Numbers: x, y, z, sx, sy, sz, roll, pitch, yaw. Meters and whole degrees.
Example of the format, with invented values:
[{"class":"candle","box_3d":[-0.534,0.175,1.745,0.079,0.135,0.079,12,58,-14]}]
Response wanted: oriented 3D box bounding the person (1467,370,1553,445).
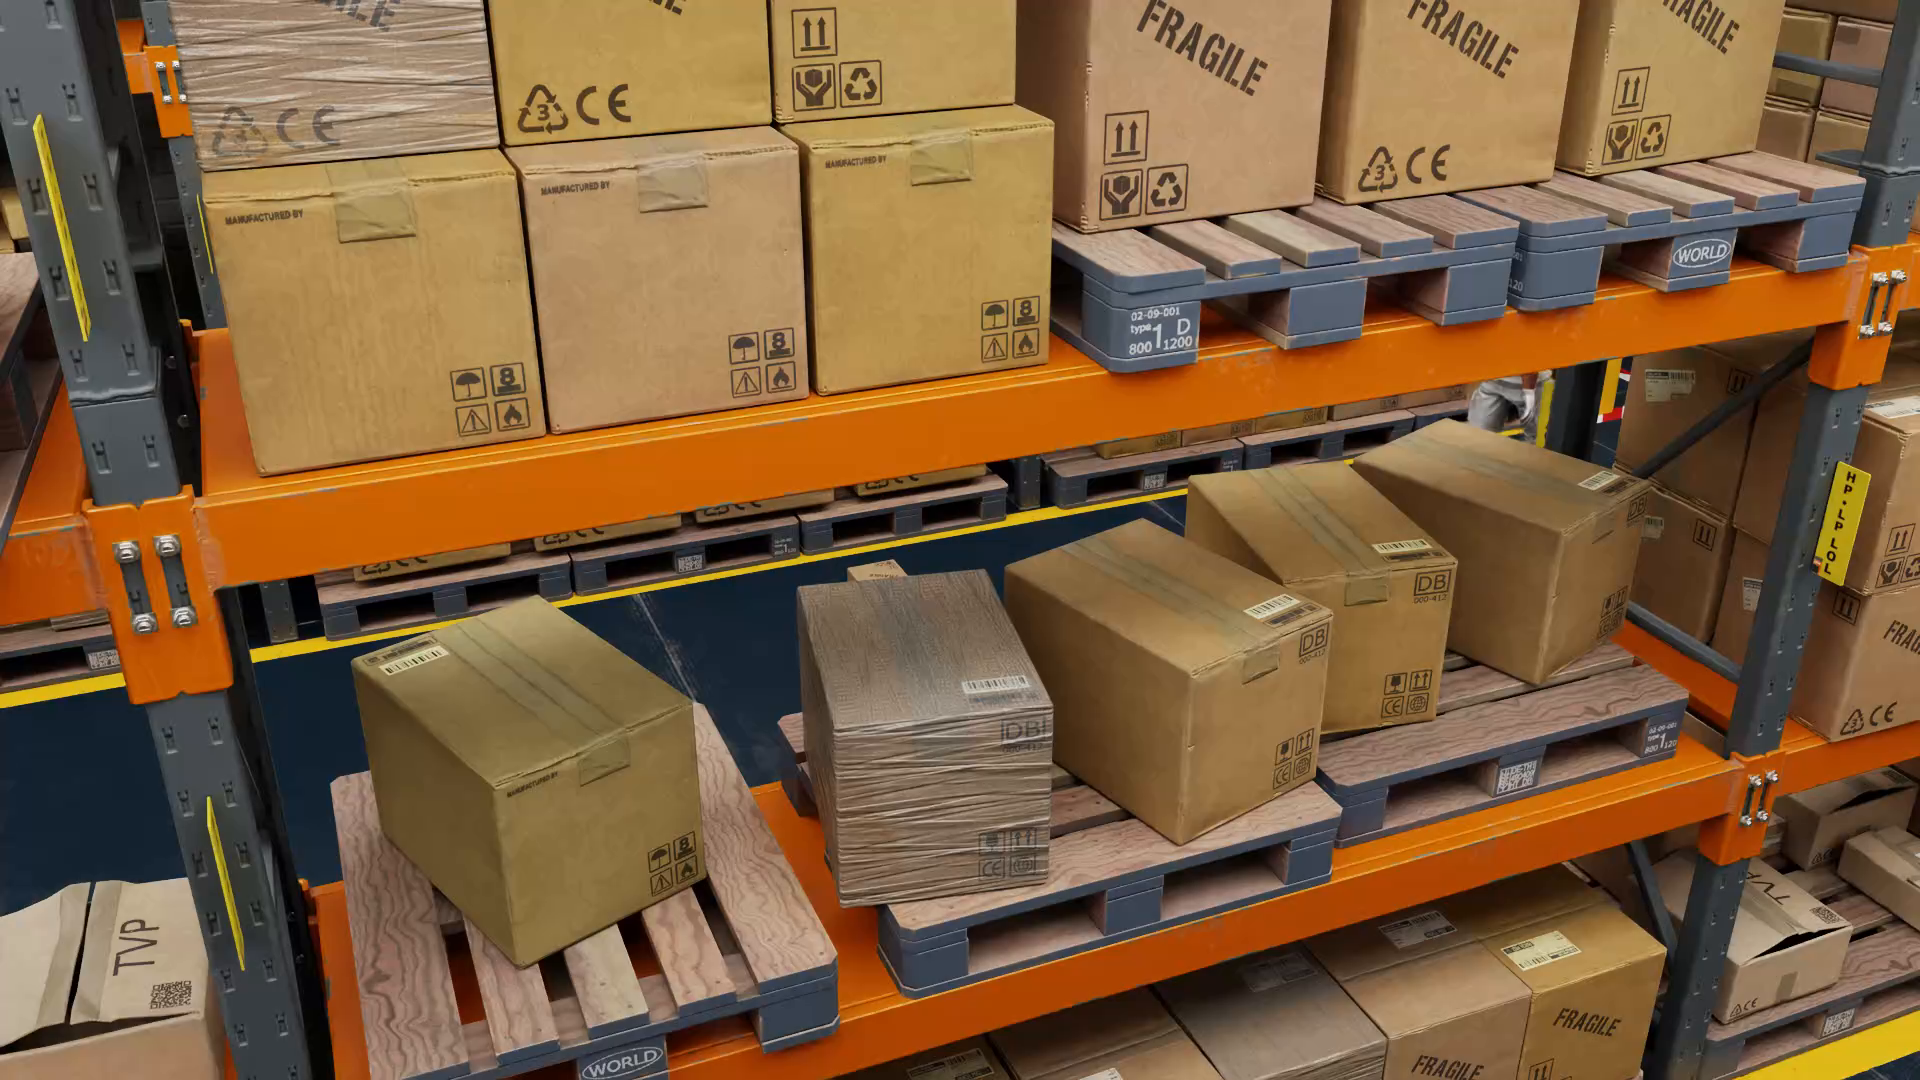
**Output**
[{"class":"person","box_3d":[2.950,-0.887,8.933,0.981,1.752,0.574,-13,29,-25]}]
